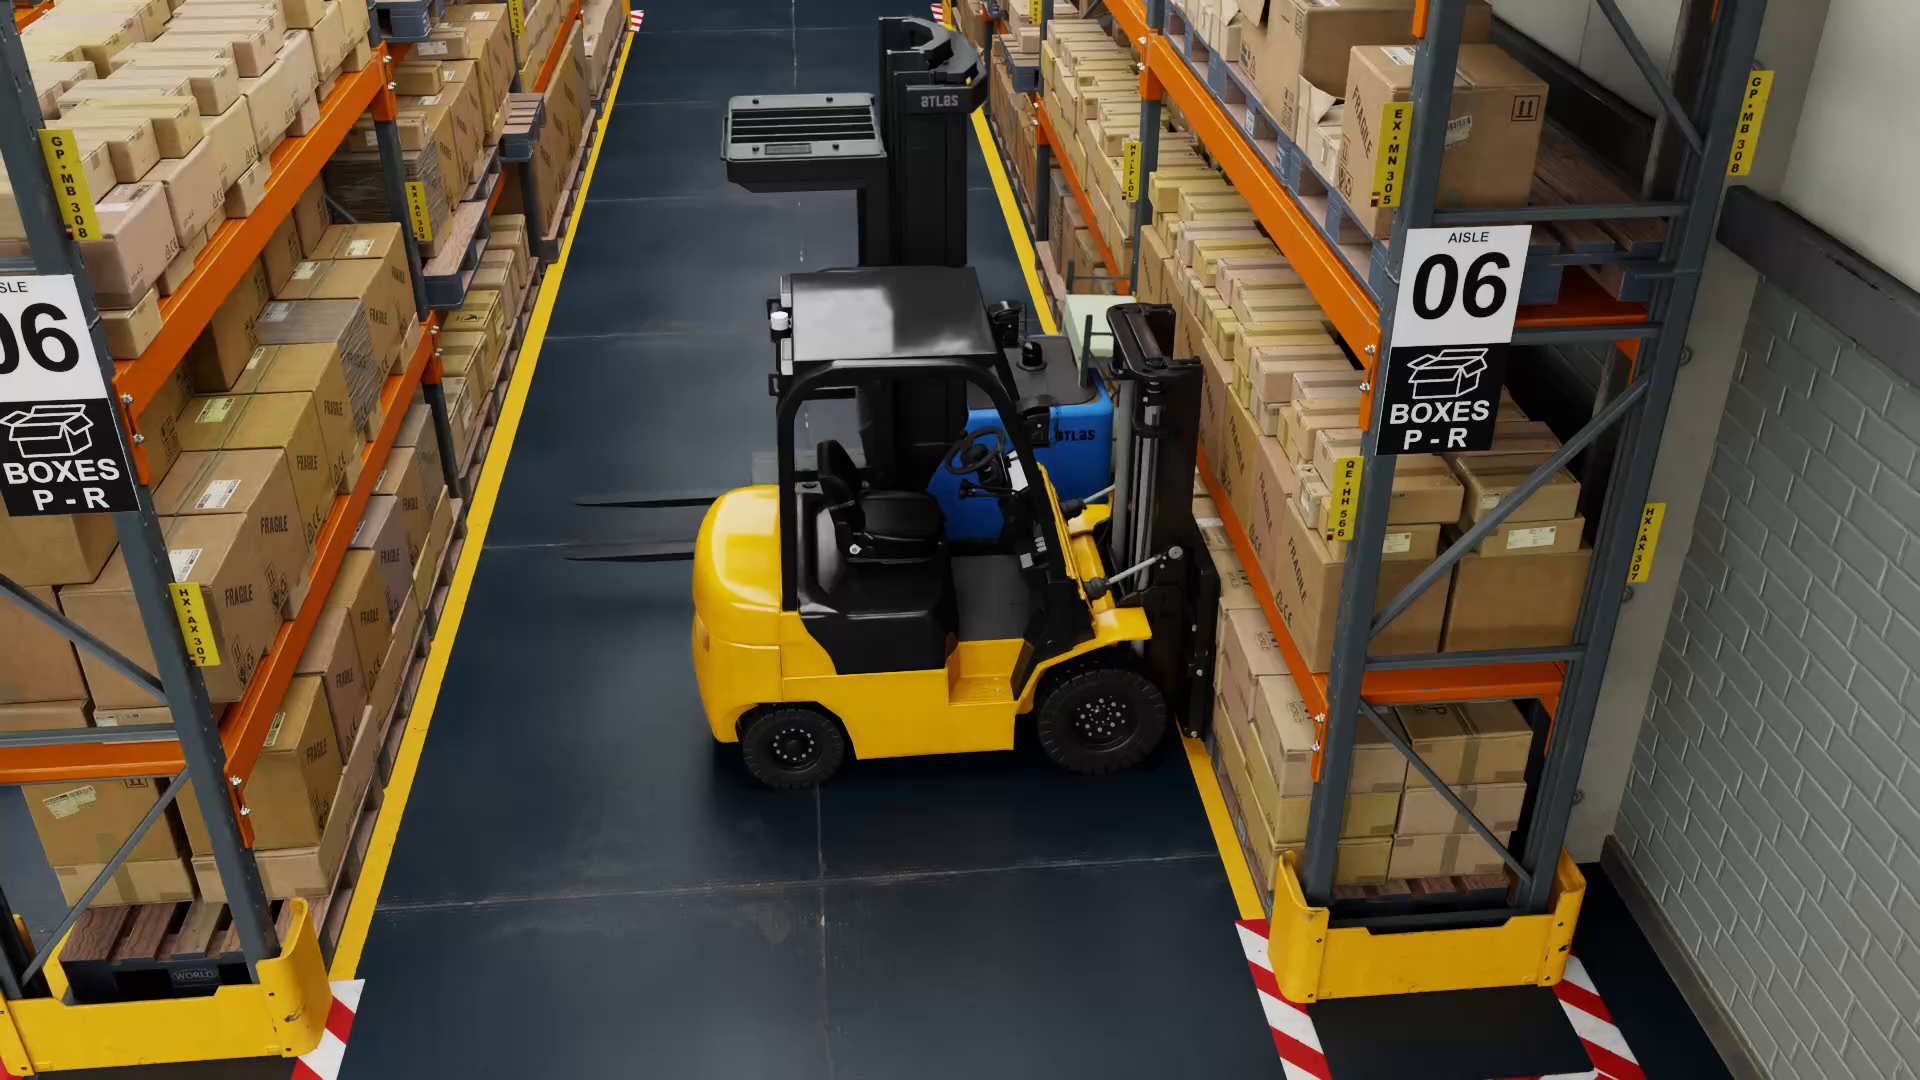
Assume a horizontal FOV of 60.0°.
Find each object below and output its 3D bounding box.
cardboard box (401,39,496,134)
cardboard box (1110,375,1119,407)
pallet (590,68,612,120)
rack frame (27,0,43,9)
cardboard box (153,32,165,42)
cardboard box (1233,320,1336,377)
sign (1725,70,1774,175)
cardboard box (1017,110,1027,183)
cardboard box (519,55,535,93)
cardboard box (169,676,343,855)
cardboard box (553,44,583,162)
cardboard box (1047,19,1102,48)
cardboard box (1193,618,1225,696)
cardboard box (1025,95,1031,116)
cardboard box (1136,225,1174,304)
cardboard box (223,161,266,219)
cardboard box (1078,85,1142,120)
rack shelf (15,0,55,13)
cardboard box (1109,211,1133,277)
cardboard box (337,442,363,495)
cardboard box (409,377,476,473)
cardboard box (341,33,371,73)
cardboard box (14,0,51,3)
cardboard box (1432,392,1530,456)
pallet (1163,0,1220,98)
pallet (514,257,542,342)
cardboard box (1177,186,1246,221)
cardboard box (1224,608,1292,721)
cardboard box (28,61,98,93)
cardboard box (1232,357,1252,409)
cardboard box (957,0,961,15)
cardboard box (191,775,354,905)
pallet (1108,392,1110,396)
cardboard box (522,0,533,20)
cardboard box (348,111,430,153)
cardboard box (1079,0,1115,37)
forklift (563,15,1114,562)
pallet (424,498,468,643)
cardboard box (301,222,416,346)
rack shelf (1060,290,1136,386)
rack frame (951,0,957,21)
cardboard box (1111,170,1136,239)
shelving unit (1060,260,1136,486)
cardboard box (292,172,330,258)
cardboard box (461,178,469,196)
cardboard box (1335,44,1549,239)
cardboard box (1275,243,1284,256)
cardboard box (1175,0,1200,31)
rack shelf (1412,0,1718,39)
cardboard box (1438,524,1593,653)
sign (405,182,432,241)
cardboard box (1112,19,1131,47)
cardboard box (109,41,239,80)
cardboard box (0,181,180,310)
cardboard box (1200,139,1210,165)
[{"bbox_3d":[-3.399,-3.016,11.078,0.500,0.500,0.500,-5,31,-8],"label":"cardboard box"},{"bbox_3d":[1.430,-1.029,10.455,0.875,0.625,0.625,-1,31,-2],"label":"cardboard box"},{"bbox_3d":[-4.193,-4.642,17.316,1.003,0.211,1.213,-3,31,-5],"label":"pallet"},{"bbox_3d":[-9.118,-5.159,15.462,1.000,3.000,0.127,-3,31,-5],"label":"rack frame"},{"bbox_3d":[-3.592,-1.957,7.033,0.500,0.250,0.500,-2,31,-4],"label":"cardboard box"},{"bbox_3d":[1.401,-0.829,7.193,0.380,0.149,0.250,-2,31,-4],"label":"cardboard box"},{"bbox_3d":[2.416,-1.281,5.115,0.100,0.325,0.005,-3,31,-5],"label":"sign"},{"bbox_3d":[0.774,-3.481,14.681,0.500,0.500,0.500,-1,31,-2],"label":"cardboard box"},{"bbox_3d":[-3.621,-3.603,13.003,0.500,0.250,0.500,-3,31,-5],"label":"cardboard box"},{"bbox_3d":[-2.881,0.920,6.825,0.500,0.500,0.500,-4,31,-6],"label":"cardboard box"},{"bbox_3d":[-3.970,-3.942,15.087,0.875,0.875,0.875,-2,31,-3],"label":"cardboard box"},{"bbox_3d":[0.852,-3.789,12.439,0.380,0.149,0.250,-2,31,-3],"label":"cardboard box"},{"bbox_3d":[1.401,0.472,7.819,0.500,0.250,0.500,-3,31,-6],"label":"cardboard box"},{"bbox_3d":[0.777,-3.809,14.598,0.380,0.149,0.250,-3,31,-5],"label":"cardboard box"},{"bbox_3d":[1.271,-1.406,9.082,0.500,0.500,0.500,-4,31,-6],"label":"cardboard box"},{"bbox_3d":[-2.911,-1.345,6.397,0.380,0.149,0.250,-2,31,-4],"label":"cardboard box"},{"bbox_3d":[0.986,-2.870,10.901,0.380,0.149,0.250,-4,31,-6],"label":"cardboard box"},{"bbox_3d":[-9.305,-5.871,17.356,1.077,0.370,4.000,-3,31,-5],"label":"rack shelf"},{"bbox_3d":[1.182,-1.783,9.957,0.500,0.250,0.500,-2,31,-3],"label":"cardboard box"},{"bbox_3d":[-2.966,-0.325,7.615,0.380,0.149,0.250,-2,31,-4],"label":"cardboard box"},{"bbox_3d":[-3.503,-0.683,10.121,0.950,0.372,0.625,-2,31,-4],"label":"cardboard box"},{"bbox_3d":[-3.118,-2.396,8.157,0.380,0.149,0.250,-3,31,-4],"label":"cardboard box"},{"bbox_3d":[-8.819,-5.211,15.794,0.380,0.149,0.250,-2,31,-3],"label":"cardboard box"},{"bbox_3d":[2.015,-0.461,6.576,0.380,0.149,0.250,-2,31,-4],"label":"cardboard box"},{"bbox_3d":[1.595,-2.418,8.035,1.003,0.211,1.213,-3,31,-5],"label":"pallet"},{"bbox_3d":[-3.754,-1.809,12.573,1.003,0.211,1.213,-3,31,-5],"label":"pallet"},{"bbox_3d":[1.356,-1.746,8.729,0.380,0.149,0.250,-2,31,-4],"label":"cardboard box"},{"bbox_3d":[1.456,0.530,7.235,0.500,0.250,0.500,-2,31,-4],"label":"cardboard box"},{"bbox_3d":[-3.418,-1.656,6.141,0.380,0.149,0.250,-4,31,-6],"label":"cardboard box"},{"bbox_3d":[1.408,-0.699,7.266,0.380,0.149,0.250,-3,31,-4],"label":"cardboard box"},{"bbox_3d":[0.331,-6.521,19.767,0.797,0.503,0.637,-4,31,-7],"label":"cardboard box"},{"bbox_3d":[-2.878,1.254,6.997,0.500,0.250,0.500,-3,31,-5],"label":"cardboard box"},{"bbox_3d":[1.382,-0.780,10.850,1.003,0.211,1.213,-3,31,-5],"label":"pallet"},{"bbox_3d":[-3.684,-4.394,13.108,0.500,0.500,0.500,-3,31,-4],"label":"cardboard box"},{"bbox_3d":[-3.144,-2.249,9.161,0.380,0.149,0.250,-3,31,-5],"label":"cardboard box"},{"bbox_3d":[1.223,-4.138,13.247,0.500,0.500,0.500,-1,31,-2],"label":"cardboard box"},{"bbox_3d":[-0.712,-1.220,8.934,3.031,2.935,1.130,-3,31,-5],"label":"forklift"},{"bbox_3d":[-3.354,0.175,9.251,1.003,0.211,1.213,-3,31,-5],"label":"pallet"},{"bbox_3d":[-3.163,-1.319,8.645,0.500,0.500,0.500,-4,31,-6],"label":"cardboard box"},{"bbox_3d":[0.822,-1.078,9.292,0.431,0.370,0.720,0,33,-5],"label":"rack shelf"},{"bbox_3d":[0.368,-7.729,19.765,1.000,3.000,0.127,-3,31,-5],"label":"rack frame"},{"bbox_3d":[1.189,-1.991,9.818,0.500,0.250,0.500,-3,31,-6],"label":"cardboard box"},{"bbox_3d":[0.804,-0.749,9.501,0.431,1.500,0.755,0,33,-5],"label":"shelving unit"},{"bbox_3d":[-3.627,-1.728,8.355,0.700,0.500,0.500,-3,31,-5],"label":"cardboard box"},{"bbox_3d":[-3.310,-2.261,10.446,0.380,0.149,0.250,-3,31,-4],"label":"cardboard box"},{"bbox_3d":[1.579,-1.329,5.520,0.500,0.500,0.500,-2,31,-3],"label":"cardboard box"},{"bbox_3d":[1.850,-1.511,8.624,0.380,0.149,0.250,-2,31,-3],"label":"cardboard box"},{"bbox_3d":[1.325,-2.639,7.898,0.500,0.311,0.500,-2,31,-4],"label":"cardboard box"},{"bbox_3d":[1.676,-2.676,6.547,1.077,0.370,4.000,-3,31,-5],"label":"rack shelf"},{"bbox_3d":[2.094,0.130,6.509,0.500,0.500,0.500,-2,31,-3],"label":"cardboard box"},{"bbox_3d":[-2.912,-1.764,8.935,0.100,0.325,0.005,-3,31,-5],"label":"sign"},{"bbox_3d":[1.348,-3.810,12.474,0.380,0.149,0.250,-2,31,-3],"label":"cardboard box"},{"bbox_3d":[-3.019,-1.813,6.402,0.380,0.149,0.250,-2,31,-4],"label":"cardboard box"},{"bbox_3d":[-2.860,-0.941,5.332,0.500,0.250,0.500,-3,31,-5],"label":"cardboard box"},{"bbox_3d":[1.675,-2.381,10.081,0.380,0.149,0.250,-3,31,-5],"label":"cardboard box"}]
